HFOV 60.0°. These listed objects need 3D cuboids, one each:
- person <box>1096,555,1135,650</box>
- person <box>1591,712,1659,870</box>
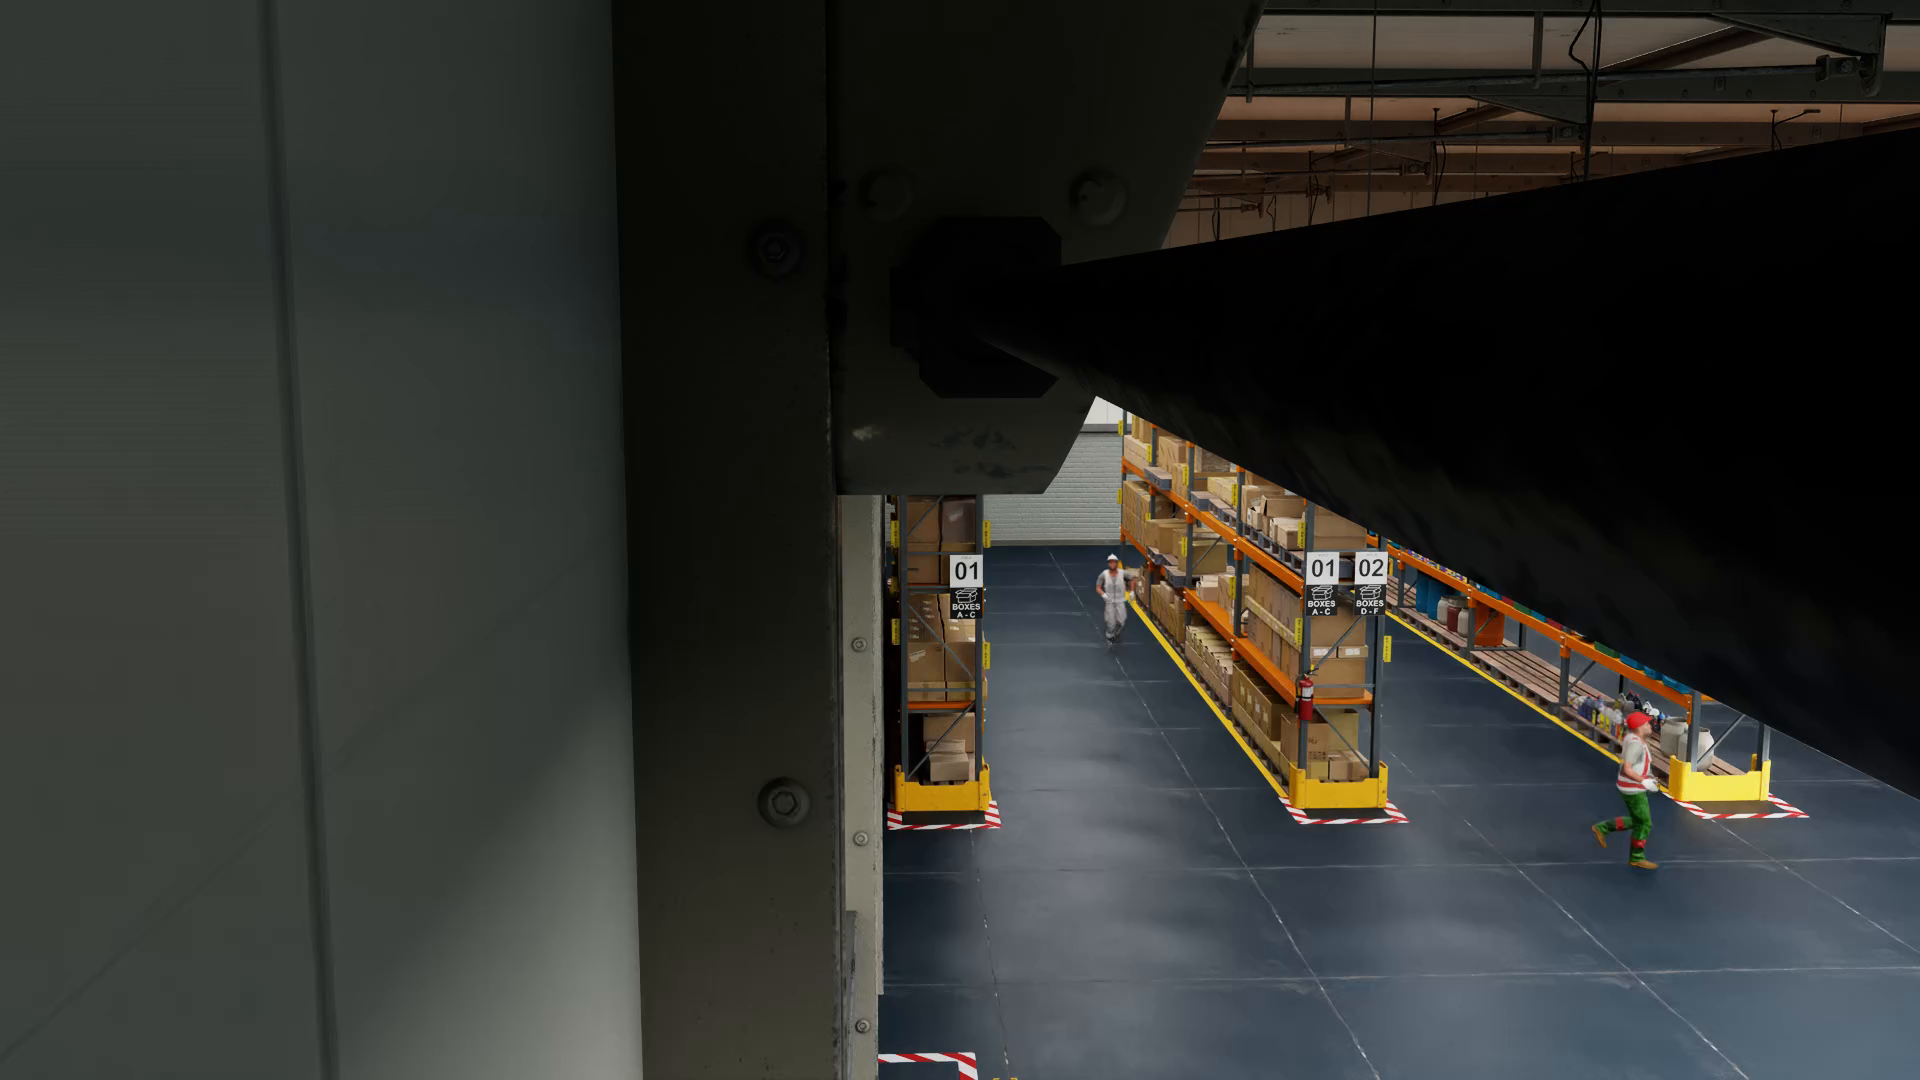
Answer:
[{"bbox_3d":[2.759,1.125,29.516,0.693,1.737,0.699,1,8,5],"label":"person"},{"bbox_3d":[7.406,2.767,18.445,0.717,1.762,0.654,3,9,20],"label":"person"}]
